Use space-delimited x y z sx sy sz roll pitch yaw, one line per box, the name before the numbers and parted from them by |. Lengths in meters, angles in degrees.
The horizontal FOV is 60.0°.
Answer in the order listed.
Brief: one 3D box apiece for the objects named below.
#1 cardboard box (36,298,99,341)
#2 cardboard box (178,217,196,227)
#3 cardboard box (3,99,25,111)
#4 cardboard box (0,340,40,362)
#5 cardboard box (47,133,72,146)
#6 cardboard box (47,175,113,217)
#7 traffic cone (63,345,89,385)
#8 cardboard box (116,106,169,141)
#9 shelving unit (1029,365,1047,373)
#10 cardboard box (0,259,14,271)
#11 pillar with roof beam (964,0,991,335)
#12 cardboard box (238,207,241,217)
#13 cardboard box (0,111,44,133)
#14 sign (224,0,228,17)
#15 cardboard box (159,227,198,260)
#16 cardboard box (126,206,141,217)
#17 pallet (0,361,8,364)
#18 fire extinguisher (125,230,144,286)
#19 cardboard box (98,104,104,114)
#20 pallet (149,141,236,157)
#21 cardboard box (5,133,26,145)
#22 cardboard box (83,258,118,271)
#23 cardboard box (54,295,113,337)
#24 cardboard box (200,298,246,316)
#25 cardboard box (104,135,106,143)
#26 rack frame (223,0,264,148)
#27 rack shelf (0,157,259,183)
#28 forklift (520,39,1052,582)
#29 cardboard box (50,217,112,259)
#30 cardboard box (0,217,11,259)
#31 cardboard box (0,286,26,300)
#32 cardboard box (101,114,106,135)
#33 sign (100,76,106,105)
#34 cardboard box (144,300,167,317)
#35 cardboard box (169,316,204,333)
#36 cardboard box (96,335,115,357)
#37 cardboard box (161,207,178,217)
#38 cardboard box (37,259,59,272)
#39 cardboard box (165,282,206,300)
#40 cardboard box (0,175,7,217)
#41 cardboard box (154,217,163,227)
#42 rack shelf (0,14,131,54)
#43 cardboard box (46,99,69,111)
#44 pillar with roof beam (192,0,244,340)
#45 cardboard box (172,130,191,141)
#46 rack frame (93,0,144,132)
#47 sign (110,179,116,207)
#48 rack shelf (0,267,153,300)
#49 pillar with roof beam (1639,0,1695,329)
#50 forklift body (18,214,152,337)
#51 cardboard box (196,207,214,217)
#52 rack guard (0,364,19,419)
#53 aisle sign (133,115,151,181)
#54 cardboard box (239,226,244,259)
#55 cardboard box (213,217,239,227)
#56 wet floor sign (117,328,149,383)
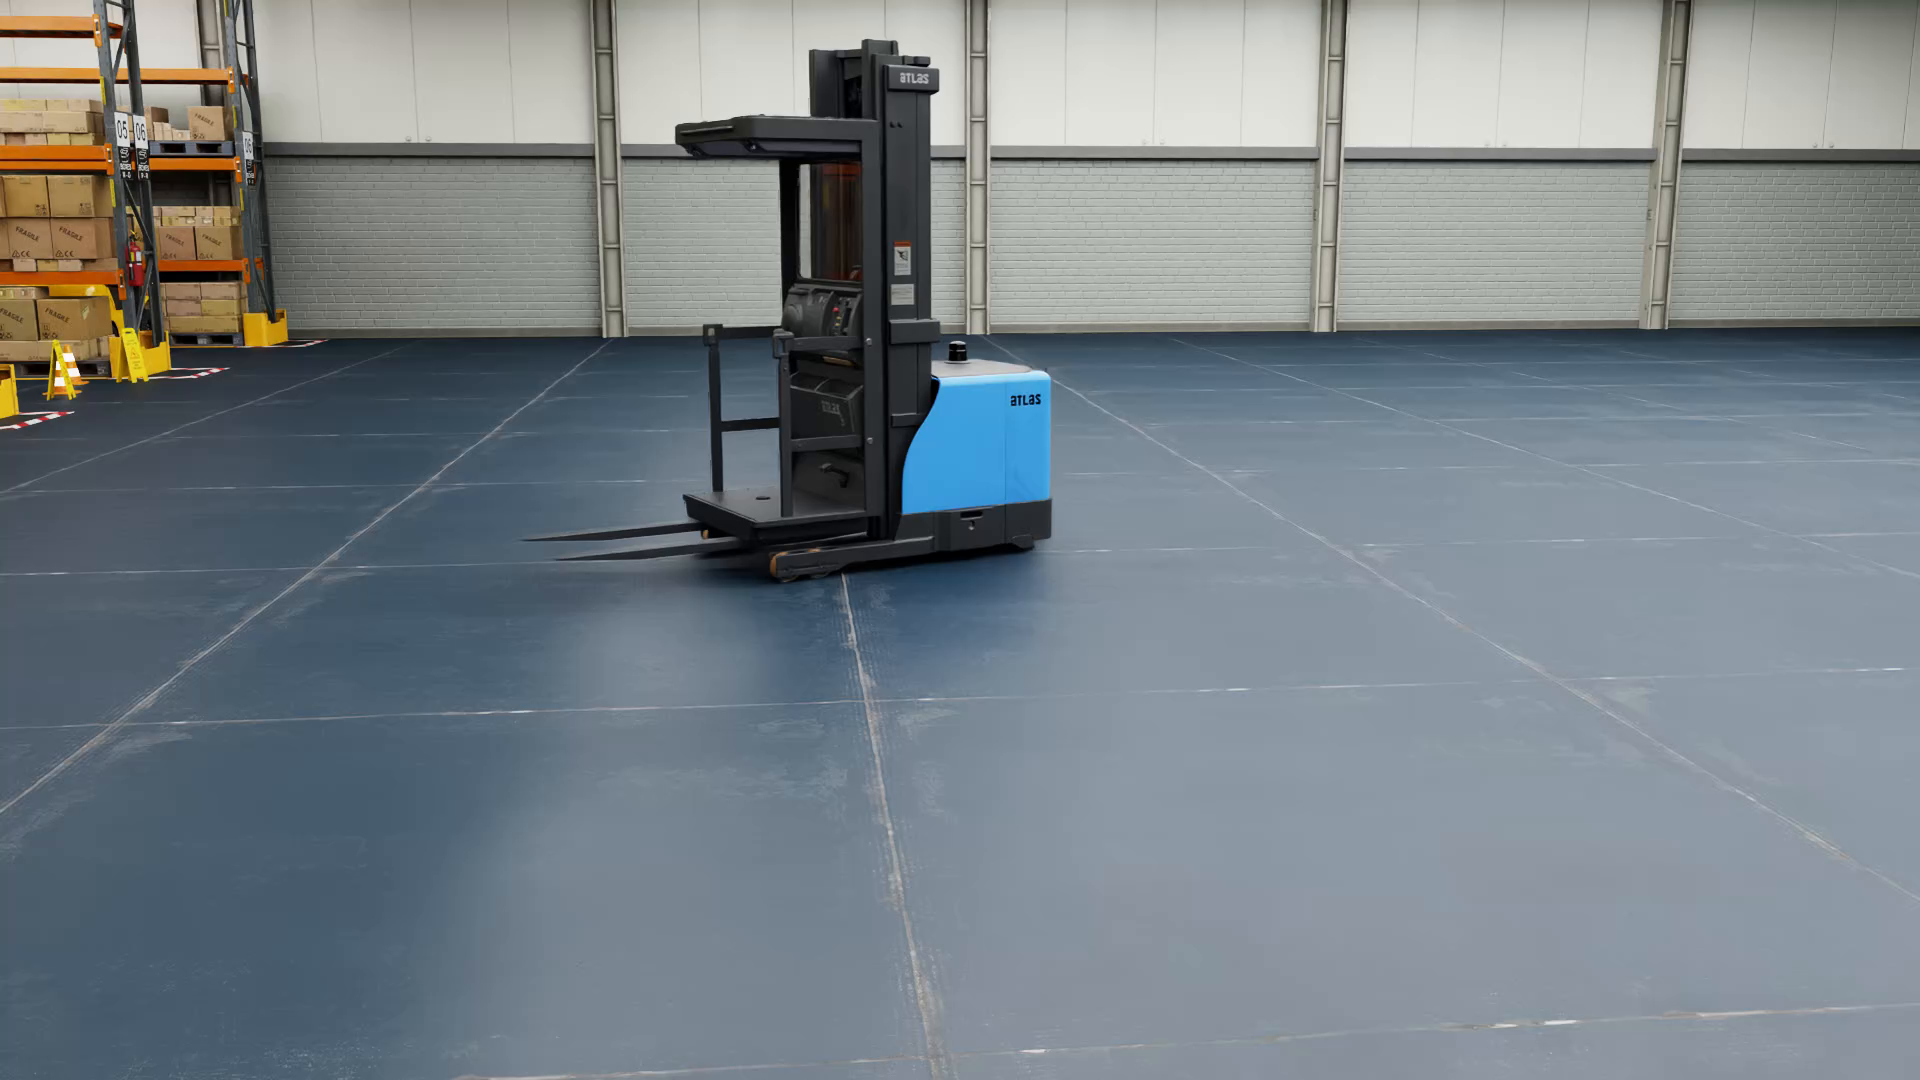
cardboard box | -11.080 -2.747 20.660 0.500 0.500 0.500 -1 11 -6
cardboard box | -11.682 -4.842 25.282 0.250 0.149 0.380 -1 11 -5
cardboard box | -11.386 -5.263 20.170 0.250 0.149 0.380 -1 11 -6
cardboard box | -11.602 -2.368 20.676 0.500 0.250 0.500 -1 11 -6
cardboard box | -10.880 -4.865 20.213 0.250 0.149 0.380 -1 11 -6
cardboard box | -10.796 -4.222 20.445 0.500 0.500 0.700 -1 11 -7
traffic cone | -10.600 -2.088 19.788 0.334 0.463 0.336 -1 11 -6
cardboard box | -12.294 -6.258 25.044 0.500 0.500 0.700 -1 11 -6
shelving unit | 0.392 -0.577 10.583 0.252 1.050 0.215 -6 13 -30
cardboard box | -11.680 -3.399 20.535 0.250 0.149 0.380 -1 11 -5
pillar with roof beam | 0.754 -7.067 22.987 0.400 9.000 9.100 -1 11 -6
cardboard box | -11.209 -5.088 25.760 0.250 0.149 0.380 -1 11 -7
cardboard box | -11.293 -5.063 20.187 0.500 0.250 0.500 -1 11 -7
sign | -10.807 -7.877 24.481 0.005 0.325 0.100 -1 11 -6
cardboard box | -11.829 -4.520 25.325 0.500 0.500 0.500 -1 11 -4
cardboard box | -12.443 -4.960 25.111 0.250 0.149 0.380 -1 11 -5
pallet | -12.409 -2.184 20.930 1.213 0.211 1.003 -1 11 -6
fire extinguisher | -10.148 -3.465 20.417 0.183 0.674 0.296 -1 11 -6
cardboard box | -10.687 -5.360 20.666 0.250 0.149 0.380 -1 11 -6
pallet | -11.557 -5.959 25.358 1.213 0.211 1.003 -1 11 -6
cardboard box | -11.407 -4.873 20.256 0.250 0.149 0.380 -1 11 -6
cardboard box | -10.661 -3.417 20.623 0.250 0.149 0.380 -1 11 -4
cardboard box | -11.167 -2.849 21.180 0.500 0.500 0.500 -2 11 -8
cardboard box | -11.302 -3.573 25.508 0.500 0.250 0.500 -1 11 -7
cardboard box | -10.677 -4.993 20.863 0.250 0.149 0.380 -1 11 -6
rack frame | -10.852 -7.484 25.110 0.127 3.000 1.000 -1 11 -6
rack shelf | -12.840 -5.618 25.256 4.000 0.370 1.077 -1 11 -6
forklift | -0.976 -1.322 9.493 3.031 2.935 1.130 -6 13 -30
cardboard box | -10.822 -3.720 20.482 0.500 0.500 0.500 -1 11 -7
cardboard box | -11.818 -3.700 20.384 0.500 0.500 0.500 -1 11 -6
cardboard box | -11.688 -3.040 20.469 0.250 0.149 0.380 -1 11 -5
cardboard box | -10.841 -5.174 20.750 0.500 0.250 0.500 -1 11 -7
sign | -10.272 -5.388 19.928 0.005 0.325 0.100 -1 11 -6
cardboard box | -12.313 -3.550 25.391 0.500 0.250 0.500 -1 11 -7
cardboard box | -11.780 -3.319 25.512 0.500 0.250 0.500 -1 11 -6
cardboard box | -11.144 -2.482 21.256 0.500 0.250 0.500 -1 11 -7
cardboard box | -11.940 -4.993 25.280 0.250 0.149 0.380 -1 11 -6
cardboard box | -11.158 -3.389 20.481 0.250 0.149 0.380 -1 11 -7
cardboard box | -11.783 -3.807 25.404 0.500 0.250 0.500 -1 11 -5
cardboard box | -11.796 -4.182 20.244 0.500 0.500 0.700 -1 11 -7
cardboard box | -12.190 -4.825 25.193 0.250 0.149 0.380 -2 11 -8
rack shelf | -12.300 -6.136 20.126 4.000 0.370 1.077 -1 11 -6
cardboard box | -10.877 -5.267 20.191 0.250 0.149 0.380 -1 11 -5
pillar with roof beam | -11.176 -6.817 21.716 0.400 9.000 9.100 -1 11 -6
cardboard box | -11.643 -6.069 24.989 0.250 0.149 0.380 -2 11 -8
rack frame | -10.312 -6.532 20.268 0.127 3.000 1.000 -1 11 -6
sign | -10.272 -4.205 20.161 0.005 0.325 0.100 -1 11 -6
rack shelf | -12.300 -3.194 20.704 4.000 0.370 1.077 -1 11 -6
pillar with roof beam | 12.683 -7.317 24.259 0.400 9.000 9.100 -1 11 -6
forklift body | -12.540 -3.735 23.790 1.214 2.155 2.313 -1 11 -6
cardboard box | -11.427 -4.995 25.287 0.250 0.149 0.380 -1 11 -6
rack guard | -9.653 -1.416 16.273 0.348 0.500 1.175 -1 11 -6
aisle sign | -10.284 -4.925 20.905 0.004 0.787 0.394 -1 11 -6
cardboard box | -11.374 -4.633 25.897 0.500 0.500 0.500 -1 11 -4
cardboard box | -11.166 -4.847 25.306 0.250 0.149 0.380 -1 11 -5
wet floor sign | -10.007 -2.232 20.050 0.232 0.644 0.267 3 11 14
